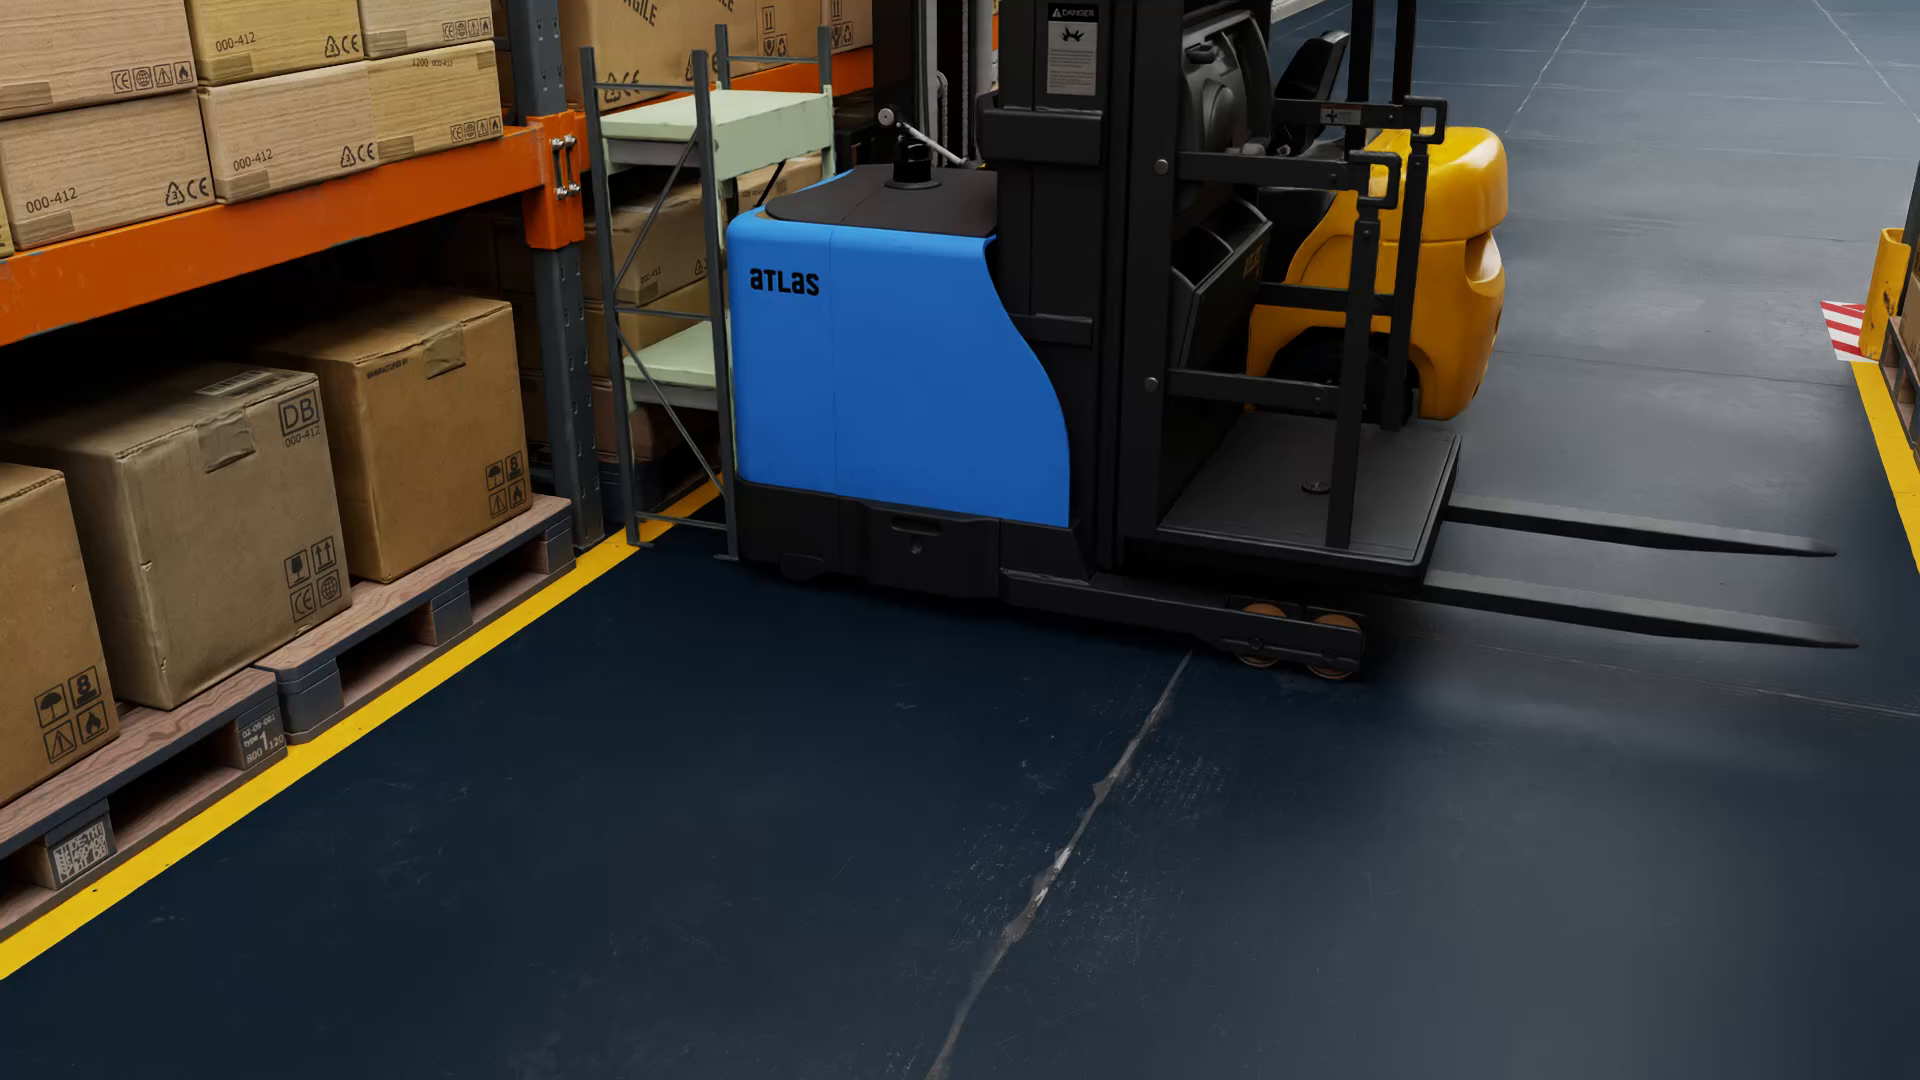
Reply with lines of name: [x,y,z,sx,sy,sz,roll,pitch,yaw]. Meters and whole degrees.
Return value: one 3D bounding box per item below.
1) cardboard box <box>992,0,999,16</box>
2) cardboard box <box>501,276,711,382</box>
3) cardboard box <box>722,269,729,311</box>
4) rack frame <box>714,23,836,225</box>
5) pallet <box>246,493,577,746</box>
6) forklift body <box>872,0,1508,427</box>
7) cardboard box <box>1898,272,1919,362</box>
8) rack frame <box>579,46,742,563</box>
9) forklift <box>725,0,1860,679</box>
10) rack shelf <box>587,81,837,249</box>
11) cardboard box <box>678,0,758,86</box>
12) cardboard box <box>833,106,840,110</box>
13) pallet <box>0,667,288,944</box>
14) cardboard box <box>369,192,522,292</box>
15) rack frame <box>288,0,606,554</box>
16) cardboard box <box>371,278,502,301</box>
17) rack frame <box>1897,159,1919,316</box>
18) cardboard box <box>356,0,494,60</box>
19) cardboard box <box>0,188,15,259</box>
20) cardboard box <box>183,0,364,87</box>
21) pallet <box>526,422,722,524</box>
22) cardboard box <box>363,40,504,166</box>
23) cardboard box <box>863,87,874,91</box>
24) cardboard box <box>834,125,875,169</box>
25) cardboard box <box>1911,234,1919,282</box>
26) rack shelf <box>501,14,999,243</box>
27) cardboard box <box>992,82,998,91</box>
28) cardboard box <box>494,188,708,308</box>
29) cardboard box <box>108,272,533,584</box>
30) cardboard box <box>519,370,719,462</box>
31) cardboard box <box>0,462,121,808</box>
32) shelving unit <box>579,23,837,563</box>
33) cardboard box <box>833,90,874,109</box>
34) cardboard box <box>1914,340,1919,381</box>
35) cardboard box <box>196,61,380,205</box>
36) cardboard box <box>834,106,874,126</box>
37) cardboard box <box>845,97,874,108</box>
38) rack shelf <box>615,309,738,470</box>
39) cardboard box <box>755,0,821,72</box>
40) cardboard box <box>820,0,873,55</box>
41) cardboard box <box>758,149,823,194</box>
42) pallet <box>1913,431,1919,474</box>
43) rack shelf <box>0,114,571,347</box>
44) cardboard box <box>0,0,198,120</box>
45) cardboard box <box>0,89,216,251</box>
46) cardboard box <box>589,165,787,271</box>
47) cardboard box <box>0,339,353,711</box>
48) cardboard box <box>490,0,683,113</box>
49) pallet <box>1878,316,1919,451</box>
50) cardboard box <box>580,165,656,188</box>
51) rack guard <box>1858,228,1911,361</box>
cardboard box: [-0.059,-2.700,7.691,0.500,0.500,0.500,8,24,19]
cardboard box: [-1.139,-0.720,5.457,0.500,0.250,0.500,9,24,20]
cardboard box: [-0.954,-0.901,5.889,0.500,0.250,0.500,9,24,20]
rack frame: [-0.578,-0.914,5.478,0.400,1.500,0.023,8,24,22]
pallet: [-1.843,0.120,4.688,1.003,0.211,1.213,9,24,20]
forklift body: [0.870,-1.536,6.136,2.313,2.155,1.214,9,24,20]
cardboard box: [3.934,-0.834,6.377,0.500,0.250,0.500,9,24,20]
rack frame: [-0.864,-0.657,4.855,0.400,1.500,0.023,8,24,22]
forklift: [0.901,-1.218,4.364,3.031,2.935,1.130,8,24,19]
rack shelf: [-0.727,-1.147,5.020,0.431,0.370,0.720,8,24,22]
cardboard box: [-1.020,-1.792,5.519,0.500,0.500,0.500,9,24,21]
cardboard box: [-0.852,-1.752,7.278,0.500,0.250,0.500,9,24,20]
pallet: [-2.295,0.558,3.640,1.003,0.211,1.213,9,24,20]
cardboard box: [-1.602,-1.026,5.540,0.500,0.250,0.500,9,24,21]
rack frame: [-1.606,-1.436,4.795,1.000,3.000,0.127,9,24,20]
cardboard box: [-1.615,-0.795,5.635,0.500,0.250,0.500,8,24,19]
rack frame: [4.490,-2.158,6.524,1.000,3.000,0.127,9,24,20]
cardboard box: [-1.551,-1.385,4.220,0.500,0.250,0.500,8,24,19]
cardboard box: [-2.129,-0.609,3.011,0.500,0.250,0.500,10,25,22]
cardboard box: [-1.735,-1.200,3.776,0.500,0.250,0.500,8,24,19]
pallet: [-1.271,-0.428,6.000,1.003,0.211,1.213,9,24,20]
cardboard box: [-1.550,-1.149,4.303,0.500,0.250,0.500,9,24,21]
cardboard box: [-0.474,-2.109,8.132,0.500,0.250,0.500,8,24,19]
cardboard box: [-0.559,-1.498,6.671,0.500,0.250,0.500,8,24,19]
cardboard box: [3.925,-1.171,6.212,0.500,0.500,0.500,8,24,18]
rack shelf: [-0.863,-1.819,6.648,1.077,0.370,4.000,9,24,20]
cardboard box: [-0.001,-2.044,7.977,0.500,0.250,0.500,10,25,22]
cardboard box: [-1.135,-0.950,5.359,0.500,0.250,0.500,8,24,19]
cardboard box: [-1.789,-0.345,4.721,0.875,0.625,0.625,10,25,22]
cardboard box: [-1.118,-0.486,5.545,0.500,0.250,0.500,9,24,21]
cardboard box: [-2.362,0.200,3.414,0.875,0.625,0.625,8,24,18]
shelving unit: [-0.721,-0.786,5.166,0.431,1.500,0.755,8,24,22]
cardboard box: [-0.656,-1.929,7.702,0.500,0.250,0.500,9,24,20]
cardboard box: [3.737,-0.652,5.942,0.500,0.250,0.500,10,25,22]
cardboard box: [-1.731,-0.968,3.870,0.500,0.250,0.500,9,24,20]
cardboard box: [-0.364,-1.679,7.102,0.500,0.250,0.500,9,24,21]
cardboard box: [-0.185,-1.861,7.538,0.500,0.250,0.500,9,24,21]
rack shelf: [-0.716,-0.484,5.289,0.431,0.370,0.720,8,24,22]
cardboard box: [-0.833,-1.973,5.953,0.500,0.500,0.500,9,24,20]
cardboard box: [-0.627,-2.150,6.377,0.500,0.500,0.500,9,24,20]
cardboard box: [-0.761,-1.312,6.223,0.500,0.250,0.500,10,25,22]
pallet: [3.673,-0.123,5.271,1.003,0.211,1.213,9,24,20]
rack shelf: [-2.348,-0.388,3.221,1.077,0.370,4.000,9,24,20]
cardboard box: [-1.930,-1.018,3.341,0.500,0.250,0.500,9,24,21]
cardboard box: [-1.944,-0.795,3.455,0.500,0.250,0.500,9,24,20]
cardboard box: [-0.935,-1.132,5.793,0.500,0.250,0.500,9,24,20]
cardboard box: [-2.084,-0.069,4.059,0.875,0.625,0.625,9,24,20]
cardboard box: [-1.198,-1.603,5.067,0.500,0.500,0.500,8,24,19]
pallet: [4.127,-0.558,6.313,1.003,0.211,1.213,9,24,20]
cardboard box: [-1.428,-1.209,5.979,0.500,0.250,0.500,8,24,19]
rack guard: [4.462,-0.977,6.941,1.175,0.500,0.348,9,24,20]
